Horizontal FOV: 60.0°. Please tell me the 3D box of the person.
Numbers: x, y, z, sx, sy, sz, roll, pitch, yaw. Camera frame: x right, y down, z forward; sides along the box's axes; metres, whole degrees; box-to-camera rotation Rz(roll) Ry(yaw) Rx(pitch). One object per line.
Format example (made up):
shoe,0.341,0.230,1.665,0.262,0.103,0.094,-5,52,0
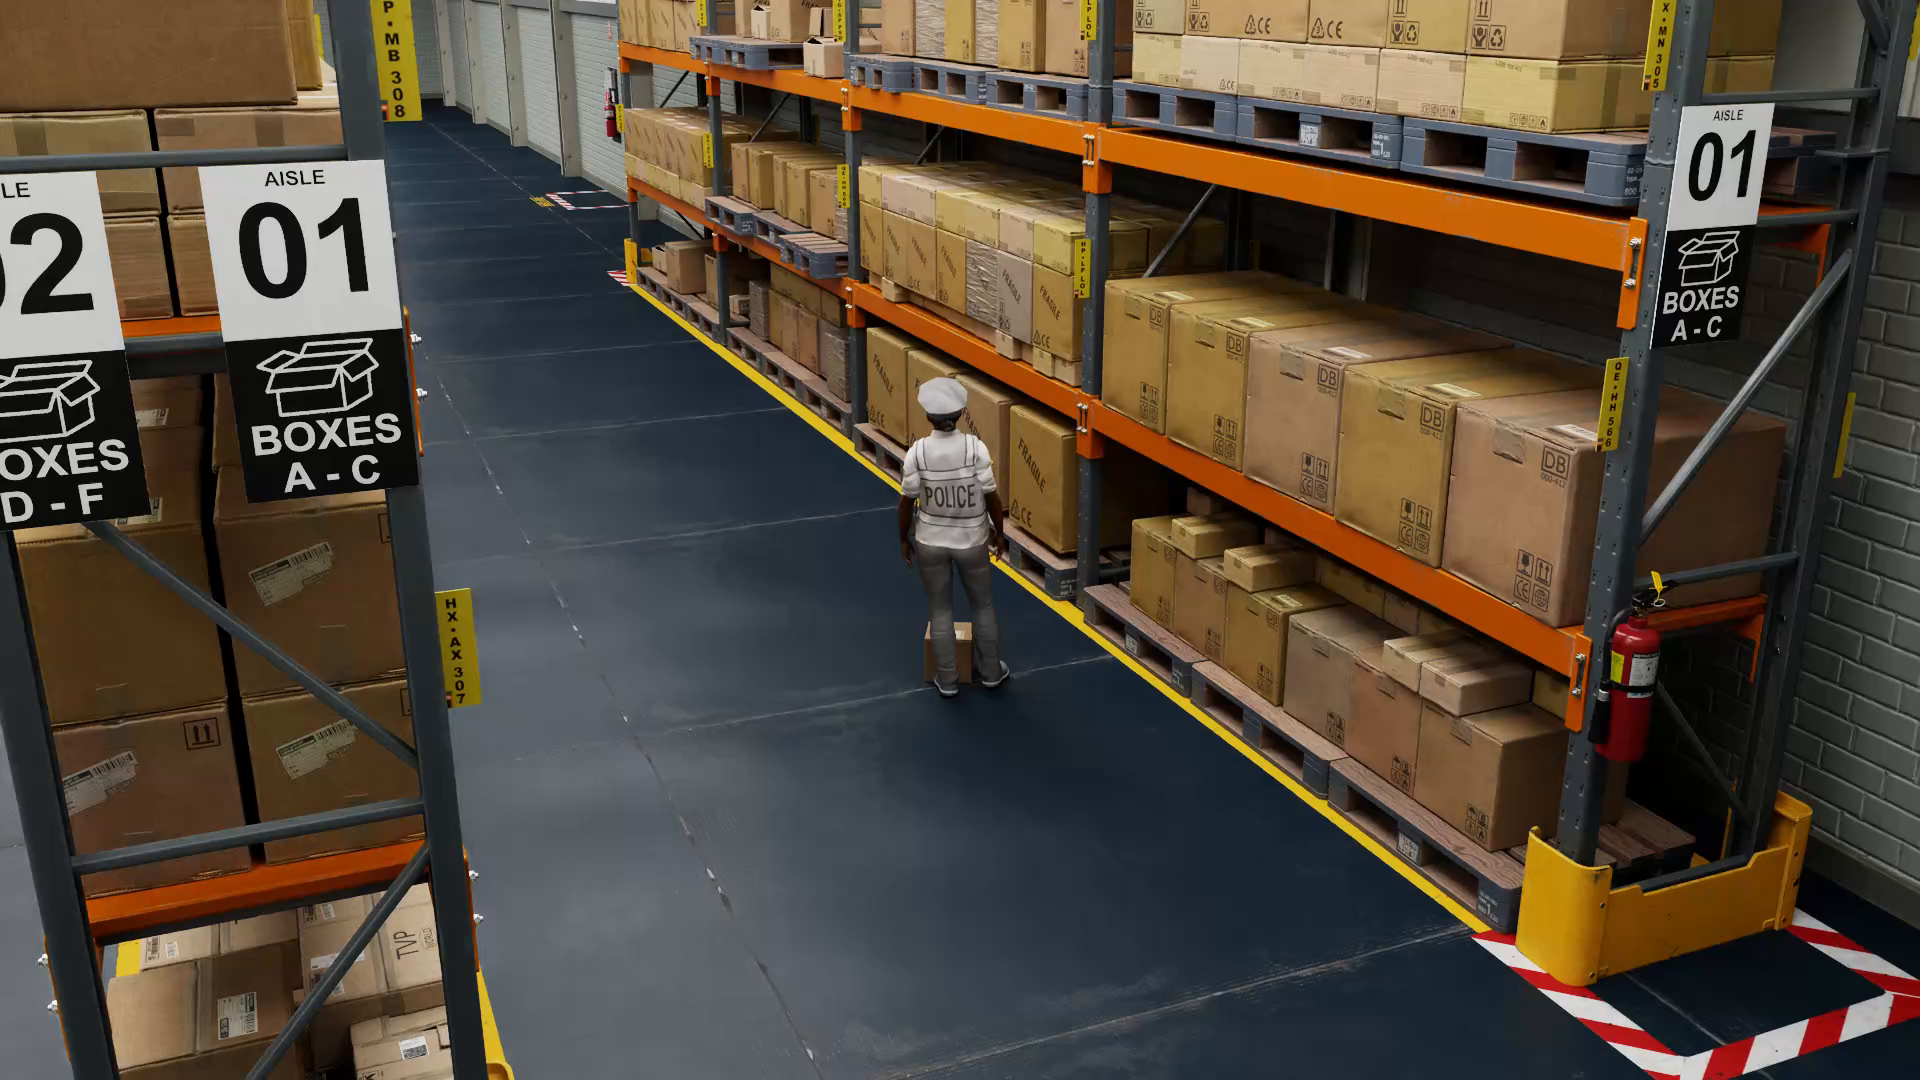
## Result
person,-0.026,-0.020,8.541,0.570,1.695,0.529,1,19,2
